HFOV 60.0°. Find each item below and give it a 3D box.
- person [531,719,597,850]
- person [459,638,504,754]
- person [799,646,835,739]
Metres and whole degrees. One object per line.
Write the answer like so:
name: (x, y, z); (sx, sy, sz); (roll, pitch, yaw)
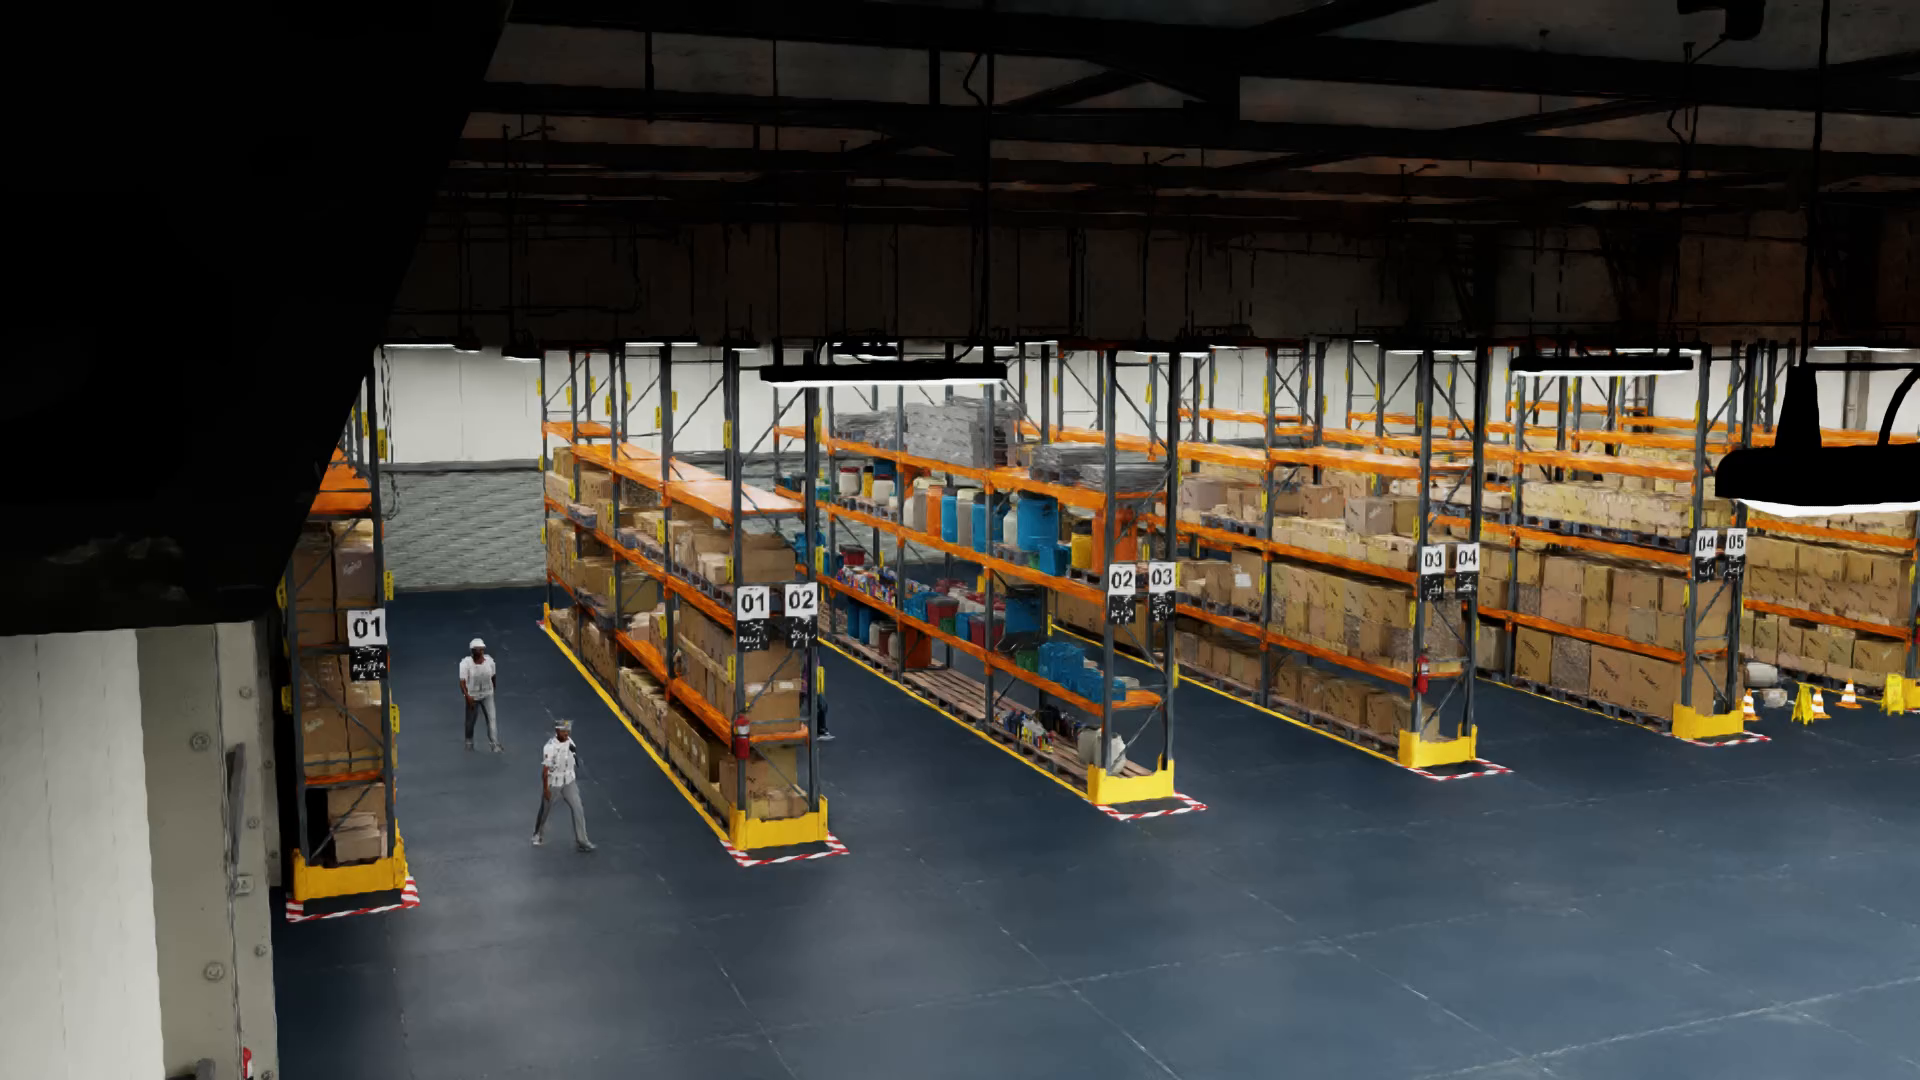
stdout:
person: (-4.826, 2.936, 20.062); (0.494, 1.612, 0.936); (-7, 10, -44)
person: (-7.110, 2.289, 24.567); (0.571, 1.708, 1.033); (-4, 9, -30)
person: (-2.329, 2.271, 25.370); (0.561, 1.525, 0.788); (-6, 10, -39)
